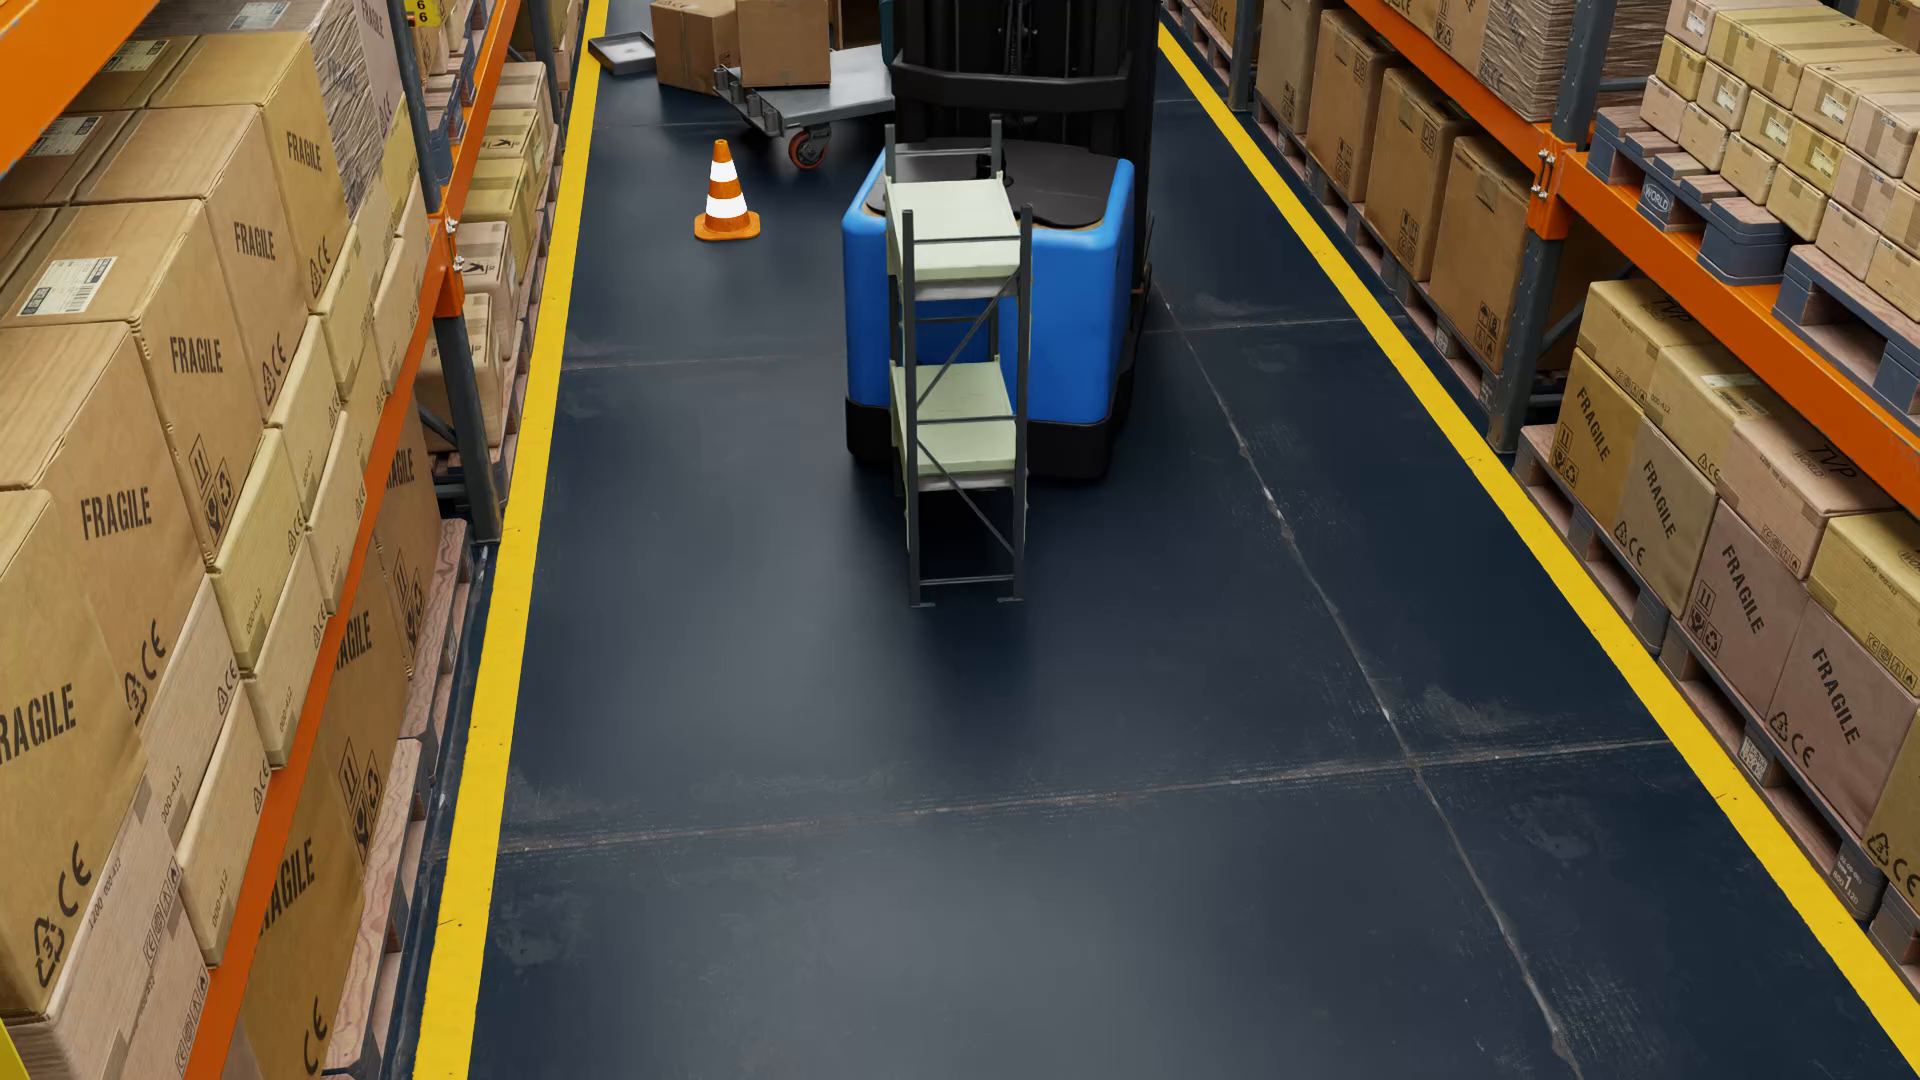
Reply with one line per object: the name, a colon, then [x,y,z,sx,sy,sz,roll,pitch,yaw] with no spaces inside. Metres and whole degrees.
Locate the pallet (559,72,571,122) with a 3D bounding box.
pallet: [-2.887,-2.672,9.984,1.003,0.211,1.213,-4,35,-6]

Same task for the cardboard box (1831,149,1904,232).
cardboard box: [2.678,-0.980,4.610,0.380,0.149,0.250,-4,35,-6]

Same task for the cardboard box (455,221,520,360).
cardboard box: [-2.397,-1.035,7.066,0.950,0.372,0.625,-5,35,-7]

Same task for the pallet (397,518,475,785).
pallet: [-2.193,0.378,5.508,1.003,0.211,1.213,-4,35,-6]

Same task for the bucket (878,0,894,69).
bucket: [-0.174,-3.060,9.634,0.726,0.611,0.620,7,45,10]

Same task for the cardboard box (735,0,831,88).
cardboard box: [-1.002,-2.884,9.365,0.500,0.500,0.500,-4,35,-6]

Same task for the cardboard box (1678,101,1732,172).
cardboard box: [2.563,-1.307,5.354,0.380,0.149,0.250,-3,34,-4]

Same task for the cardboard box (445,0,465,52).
cardboard box: [-2.096,-1.957,6.308,0.380,0.149,0.250,-4,34,-6]

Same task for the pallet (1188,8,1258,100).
pallet: [2.105,-3.162,10.702,1.003,0.211,1.213,-4,35,-6]

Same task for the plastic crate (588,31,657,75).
plastic crate: [-2.161,-3.184,10.851,0.402,0.080,0.583,-16,38,-23]

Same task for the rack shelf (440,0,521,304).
rack shelf: [-2.493,-2.039,7.217,1.077,0.370,4.000,-4,35,-6]

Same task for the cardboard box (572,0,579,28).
cardboard box: [-2.731,-3.432,10.692,0.500,0.250,0.500,-5,35,-7]

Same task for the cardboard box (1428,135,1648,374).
cardboard box: [2.675,-1.242,7.034,1.050,0.750,0.750,-5,35,-7]

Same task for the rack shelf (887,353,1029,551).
rack shelf: [-0.017,-0.328,5.979,0.431,0.370,0.720,-4,34,-5]

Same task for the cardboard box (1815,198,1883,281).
cardboard box: [2.676,-0.857,4.694,0.380,0.149,0.250,-3,34,-5]

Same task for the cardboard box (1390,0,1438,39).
cardboard box: [2.208,-2.481,7.139,0.500,0.500,0.500,-5,35,-7]

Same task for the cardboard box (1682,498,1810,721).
cardboard box: [2.654,0.188,5.157,0.500,0.500,0.500,-5,35,-8]

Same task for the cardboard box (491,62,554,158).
cardboard box: [-2.689,-2.248,8.845,0.950,0.372,0.625,-4,34,-6]

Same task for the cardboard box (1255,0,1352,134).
cardboard box: [2.302,-2.788,9.302,1.050,0.750,0.750,-5,35,-7]

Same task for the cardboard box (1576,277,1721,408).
cardboard box: [2.520,-0.699,5.793,0.500,0.250,0.500,-6,35,-9]

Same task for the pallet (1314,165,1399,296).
pallet: [2.475,-1.624,8.446,1.003,0.211,1.213,-4,35,-6]

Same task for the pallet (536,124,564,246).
pallet: [-2.656,-1.866,8.800,1.003,0.211,1.213,-4,35,-6]

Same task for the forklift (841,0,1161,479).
forklift: [0.310,-2.270,6.978,1.130,2.935,3.031,6,35,8]

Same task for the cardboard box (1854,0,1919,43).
cardboard box: [3.188,-1.728,5.444,0.380,0.149,0.250,-6,35,-8]

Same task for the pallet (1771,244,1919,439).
pallet: [2.974,-0.471,4.447,1.003,0.211,1.213,-4,35,-6]

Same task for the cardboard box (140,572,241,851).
cardboard box: [-1.564,0.312,2.818,0.500,0.250,0.500,-4,34,-6]

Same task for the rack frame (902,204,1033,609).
rack frame: [0.022,-0.393,5.494,0.400,1.500,0.023,-4,34,-5]

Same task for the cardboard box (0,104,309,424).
cardboard box: [-1.697,-0.560,3.431,0.500,0.500,0.500,-5,35,-7]

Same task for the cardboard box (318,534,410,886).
cardboard box: [-2.098,0.374,4.551,0.875,0.875,0.875,-4,34,-6]

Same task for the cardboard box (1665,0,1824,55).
cardboard box: [2.538,-1.692,5.391,0.380,0.149,0.250,-4,35,-6]

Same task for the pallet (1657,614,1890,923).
pallet: [2.932,0.616,5.158,1.003,0.211,1.213,-4,35,-6]

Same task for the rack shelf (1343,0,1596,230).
rack shelf: [2.398,-2.470,7.850,1.077,0.370,4.000,-4,35,-6]

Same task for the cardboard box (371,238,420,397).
cardboard box: [-1.815,-0.612,4.617,0.500,0.250,0.500,-4,34,-6]

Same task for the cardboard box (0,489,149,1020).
cardboard box: [-1.460,0.290,2.184,0.500,0.500,0.500,-4,34,-6]

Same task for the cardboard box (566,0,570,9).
cardboard box: [-2.658,-3.447,10.047,0.500,0.500,0.500,-3,34,-4]

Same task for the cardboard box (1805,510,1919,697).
cardboard box: [2.714,0.152,4.544,0.500,0.250,0.500,-6,35,-8]

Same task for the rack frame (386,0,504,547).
rack frame: [-2.224,-1.220,5.377,1.000,3.000,0.127,-4,35,-6]

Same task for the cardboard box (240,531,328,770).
cardboard box: [-1.608,0.233,3.378,0.500,0.250,0.500,-5,35,-7]

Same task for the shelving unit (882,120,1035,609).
shelving unit: [-0.017,-0.598,5.795,0.431,1.500,0.755,-4,34,-5]

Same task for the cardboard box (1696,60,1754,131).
cardboard box: [2.572,-1.408,5.239,0.380,0.149,0.250,-3,34,-4]

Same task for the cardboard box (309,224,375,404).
cardboard box: [-1.746,-0.544,4.074,0.500,0.250,0.500,-5,35,-8]

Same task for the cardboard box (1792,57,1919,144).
cardboard box: [2.640,-1.260,4.757,0.380,0.149,0.250,-6,35,-8]

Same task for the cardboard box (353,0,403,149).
cardboard box: [-1.895,-1.406,4.673,0.500,0.500,0.500,-5,35,-8]
